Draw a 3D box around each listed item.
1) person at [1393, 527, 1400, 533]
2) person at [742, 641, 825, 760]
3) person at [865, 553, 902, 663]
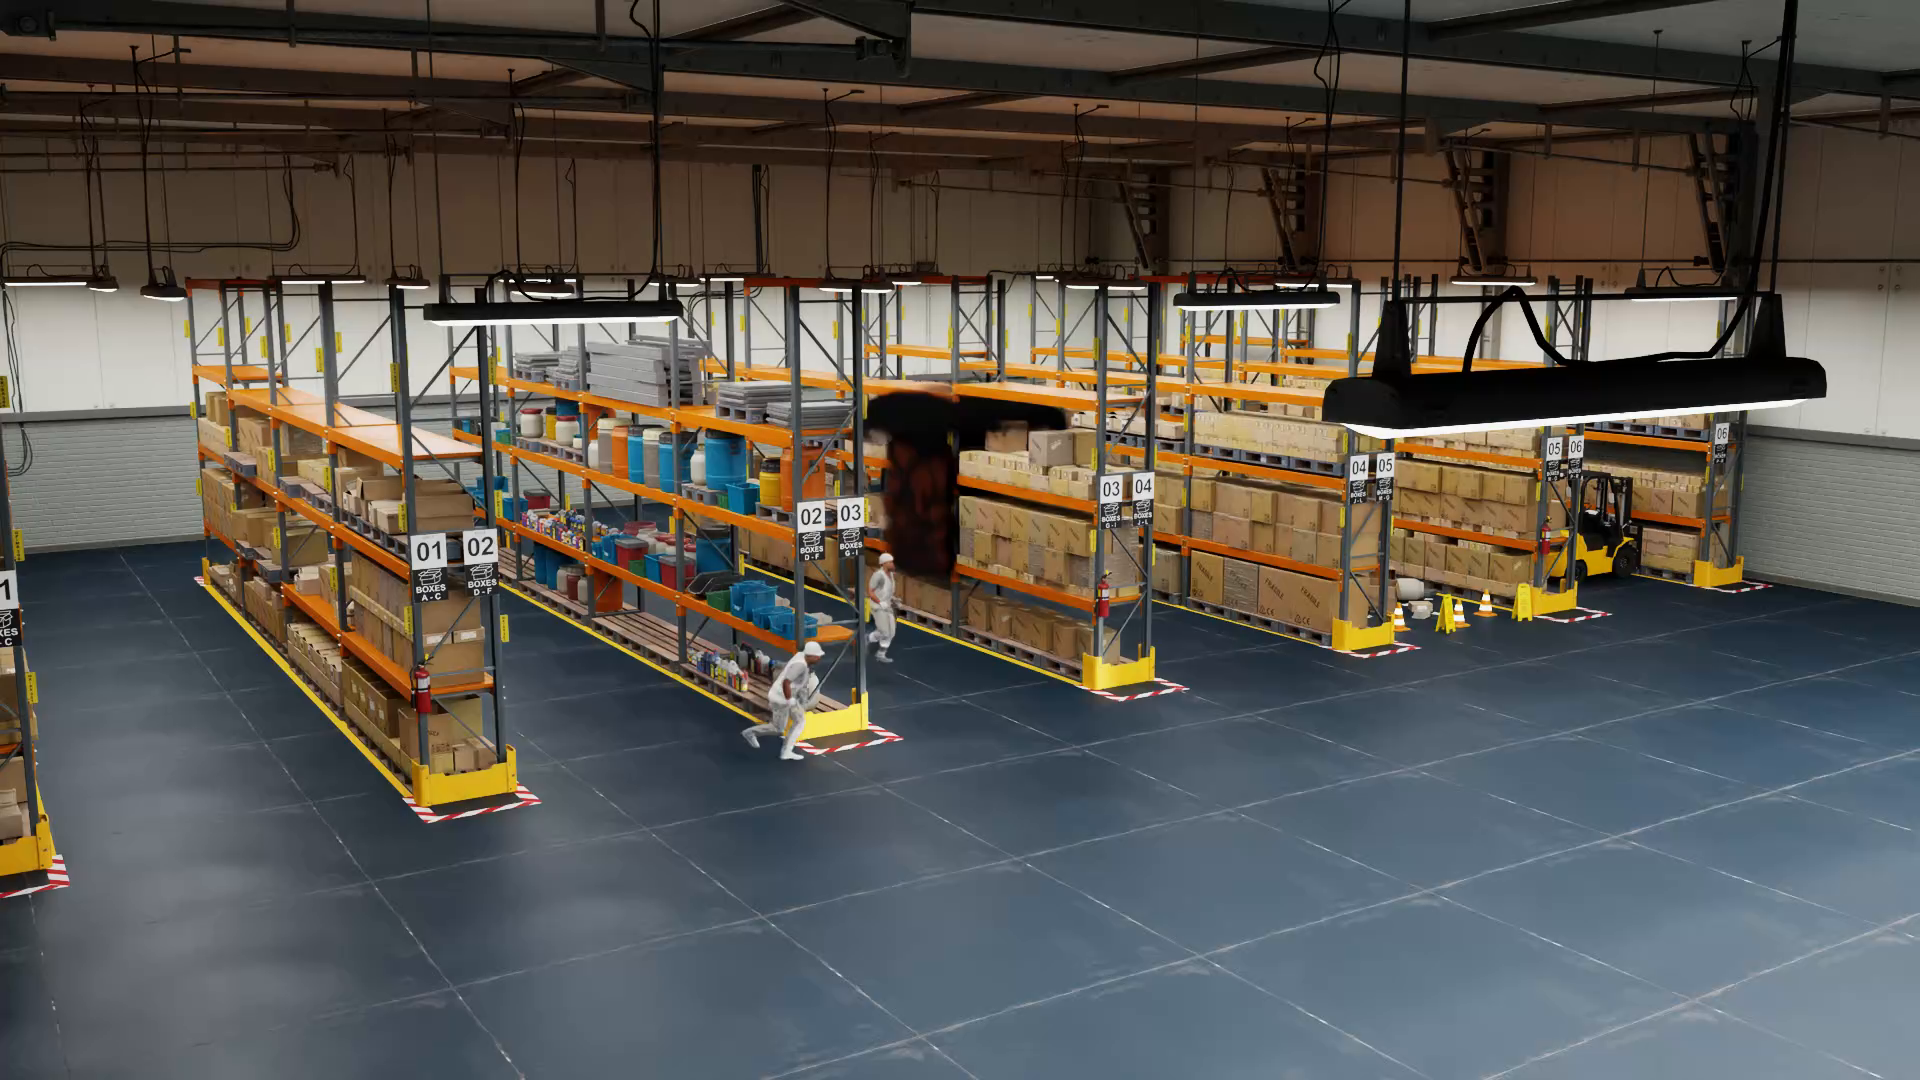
[{"bbox_3d":[9.371,-0.356,35.285,0.613,1.638,0.639,-8,12,-38],"label":"person"},{"bbox_3d":[-2.262,2.050,21.197,1.112,1.568,0.683,1,10,8],"label":"person"},{"bbox_3d":[-1.271,1.036,25.590,0.660,1.719,0.654,5,11,26],"label":"person"}]
